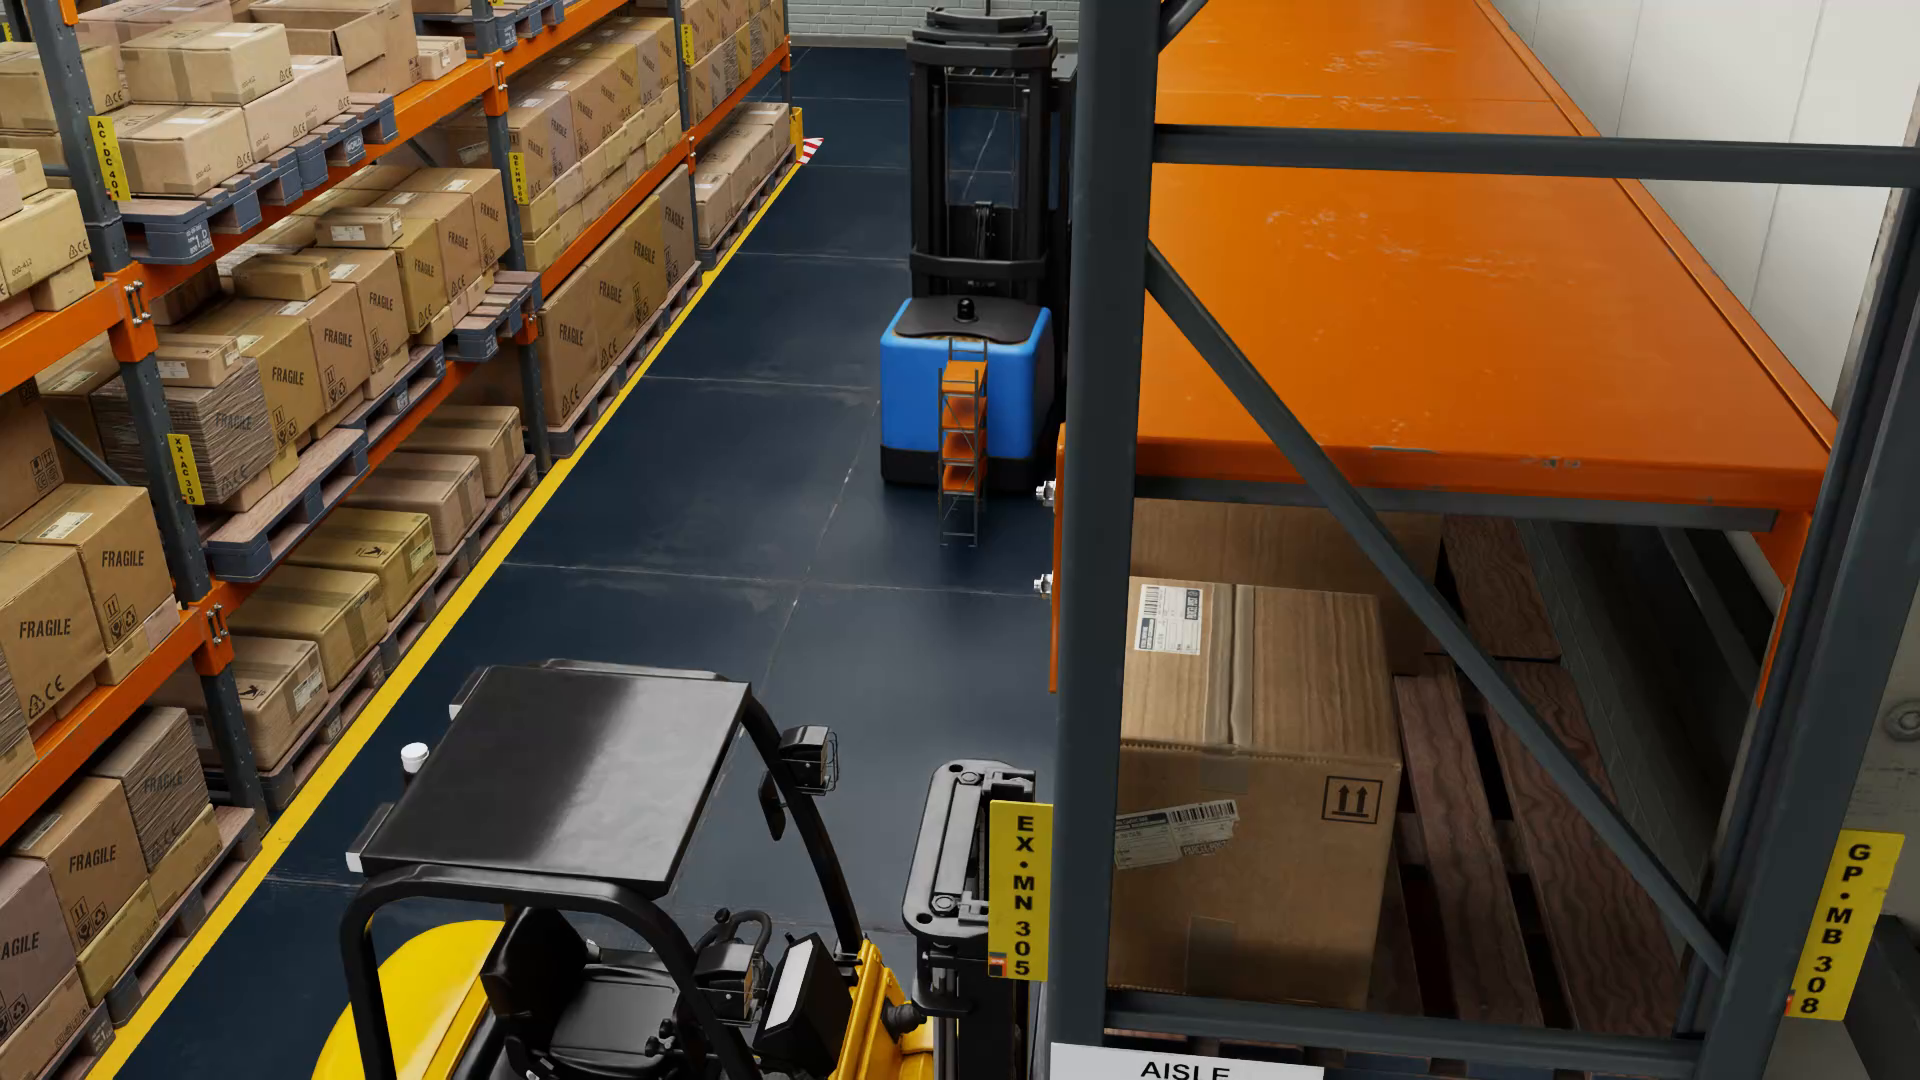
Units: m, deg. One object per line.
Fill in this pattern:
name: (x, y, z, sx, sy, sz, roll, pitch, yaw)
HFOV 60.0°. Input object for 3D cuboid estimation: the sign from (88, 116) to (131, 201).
sign: (-3.268, -1.463, 6.387, 0.100, 0.325, 0.005, 3, 28, 6)

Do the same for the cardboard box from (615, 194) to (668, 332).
cardboard box: (-2.927, -2.236, 13.327, 0.875, 0.875, 0.875, 4, 29, 8)

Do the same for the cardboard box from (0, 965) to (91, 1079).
cardboard box: (-3.736, 1.867, 6.370, 0.500, 0.250, 0.500, 4, 29, 7)

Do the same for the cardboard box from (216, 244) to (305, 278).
cardboard box: (-3.787, -1.256, 8.849, 0.500, 0.500, 0.500, 2, 28, 4)

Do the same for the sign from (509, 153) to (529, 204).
sign: (-2.778, -2.273, 10.462, 0.100, 0.325, 0.005, 3, 28, 6)

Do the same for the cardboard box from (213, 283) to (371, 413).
cardboard box: (-3.331, -0.974, 8.326, 0.500, 0.500, 0.500, 3, 28, 6)

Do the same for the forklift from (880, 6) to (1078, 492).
forklift: (0.250, -2.289, 11.700, 1.130, 2.935, 3.031, 5, 29, 10)

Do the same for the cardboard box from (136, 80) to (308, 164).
cardboard box: (-3.277, -1.873, 7.408, 0.500, 0.250, 0.500, 3, 28, 6)

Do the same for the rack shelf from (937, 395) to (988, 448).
rack shelf: (0.020, -0.744, 10.328, 0.258, 0.148, 0.480, 3, 28, 6)

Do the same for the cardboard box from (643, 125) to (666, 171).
cardboard box: (-2.696, -3.177, 13.434, 0.500, 0.250, 0.500, 3, 28, 5)

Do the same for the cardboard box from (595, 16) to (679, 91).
cardboard box: (-2.633, -3.968, 13.585, 0.500, 0.500, 0.500, 4, 29, 8)

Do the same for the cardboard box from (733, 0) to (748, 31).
cardboard box: (-2.323, -5.118, 15.719, 0.500, 0.500, 0.500, 3, 28, 6)

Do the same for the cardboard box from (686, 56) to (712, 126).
cardboard box: (-2.510, -3.958, 14.621, 0.500, 0.500, 0.500, 4, 29, 8)

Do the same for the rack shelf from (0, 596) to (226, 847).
rack shelf: (-4.053, 1.315, 5.696, 1.077, 0.370, 4.000, 3, 28, 6)

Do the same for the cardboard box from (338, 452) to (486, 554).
cardboard box: (-3.479, -0.240, 10.153, 0.950, 0.372, 0.625, 3, 28, 5)

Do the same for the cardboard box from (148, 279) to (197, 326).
cardboard box: (-3.904, -1.144, 7.957, 0.380, 0.149, 0.250, 3, 28, 5)

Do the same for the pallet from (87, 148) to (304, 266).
pallet: (-3.627, -1.465, 7.134, 1.213, 0.211, 1.003, 3, 28, 6)

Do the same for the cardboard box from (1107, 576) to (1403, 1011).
cardboard box: (0.441, 0.411, 2.800, 0.500, 0.500, 0.500, 4, 29, 8)

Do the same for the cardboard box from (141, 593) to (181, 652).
cardboard box: (-3.545, 0.337, 7.019, 0.380, 0.149, 0.250, 3, 28, 6)

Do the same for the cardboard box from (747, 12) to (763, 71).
cardboard box: (-2.264, -4.915, 16.397, 0.500, 0.500, 0.500, 4, 29, 8)

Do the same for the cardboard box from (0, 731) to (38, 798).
cardboard box: (-3.666, 0.815, 6.131, 0.380, 0.149, 0.250, 3, 28, 5)

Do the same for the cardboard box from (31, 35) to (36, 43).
cardboard box: (-7.974, -4.368, 15.067, 0.500, 0.500, 0.500, 3, 28, 6)

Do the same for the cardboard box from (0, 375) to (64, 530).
cardboard box: (-4.077, -0.363, 6.581, 0.700, 0.500, 0.500, 3, 28, 6)

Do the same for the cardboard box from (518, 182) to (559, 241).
cardboard box: (-3.011, -2.204, 11.101, 0.500, 0.250, 0.500, 3, 28, 6)

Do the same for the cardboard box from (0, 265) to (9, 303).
cardboard box: (-3.656, -0.867, 5.670, 0.500, 0.250, 0.500, 3, 28, 5)

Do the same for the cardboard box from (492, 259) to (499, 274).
cardboard box: (-3.124, -1.732, 10.416, 0.380, 0.149, 0.250, 4, 29, 8)

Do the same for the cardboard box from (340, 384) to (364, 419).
cardboard box: (-3.323, -0.749, 8.591, 0.380, 0.149, 0.250, 4, 29, 7)

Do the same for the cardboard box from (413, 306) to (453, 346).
cardboard box: (-3.130, -1.232, 9.488, 0.380, 0.149, 0.250, 4, 29, 7)

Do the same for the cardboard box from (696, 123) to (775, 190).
cardboard box: (-2.423, -3.900, 16.878, 0.875, 0.438, 0.875, 4, 29, 8)

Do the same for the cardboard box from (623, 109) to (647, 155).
cardboard box: (-2.752, -3.161, 12.878, 0.500, 0.250, 0.500, 4, 29, 7)

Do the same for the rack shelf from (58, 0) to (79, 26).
rack shelf: (-3.563, -3.032, 7.863, 1.077, 0.370, 4.000, 3, 28, 6)

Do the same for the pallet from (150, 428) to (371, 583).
pallet: (-3.570, -0.210, 7.971, 1.003, 0.211, 1.213, 3, 28, 6)

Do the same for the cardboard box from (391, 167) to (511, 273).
cardboard box: (-3.098, -1.955, 10.147, 0.500, 0.500, 0.500, 3, 28, 5)

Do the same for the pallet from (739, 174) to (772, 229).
pallet: (-2.510, -3.410, 16.649, 1.003, 0.211, 1.213, 3, 28, 6)

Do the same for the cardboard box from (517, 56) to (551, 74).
cardboard box: (-3.323, -3.281, 12.311, 0.500, 0.500, 0.500, 3, 28, 5)

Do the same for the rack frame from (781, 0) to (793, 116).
rack frame: (-2.338, -5.591, 17.758, 1.000, 3.000, 0.127, 3, 28, 6)

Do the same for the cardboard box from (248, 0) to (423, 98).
cardboard box: (-3.444, -2.745, 9.206, 0.700, 0.500, 0.500, 3, 28, 6)

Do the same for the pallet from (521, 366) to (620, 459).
pallet: (-3.146, -0.965, 12.110, 1.003, 0.211, 1.213, 3, 28, 6)

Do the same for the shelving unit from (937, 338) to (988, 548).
shelving unit: (0.020, -0.606, 10.402, 0.258, 1.200, 0.503, 3, 28, 6)

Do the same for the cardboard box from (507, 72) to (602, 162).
cardboard box: (-2.885, -3.004, 11.796, 0.500, 0.500, 0.500, 4, 29, 8)

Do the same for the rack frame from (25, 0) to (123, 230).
rack frame: (-3.808, -2.584, 5.850, 1.000, 3.000, 0.127, 3, 28, 6)

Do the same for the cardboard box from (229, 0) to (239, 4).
cardboard box: (-7.250, -5.484, 16.085, 0.500, 0.500, 0.500, 2, 28, 4)

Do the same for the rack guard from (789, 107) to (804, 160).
rack guard: (-2.335, -4.502, 18.372, 1.175, 0.500, 0.348, 3, 28, 6)

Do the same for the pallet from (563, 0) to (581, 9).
pallet: (-3.157, -3.896, 11.647, 1.003, 0.211, 1.213, 5, 29, 9)

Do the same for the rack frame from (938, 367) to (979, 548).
rack frame: (-0.010, -0.491, 10.189, 0.240, 1.200, 0.015, 3, 28, 6)

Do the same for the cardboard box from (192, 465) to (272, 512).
cardboard box: (-3.427, -0.259, 7.682, 0.380, 0.149, 0.250, 4, 29, 7)

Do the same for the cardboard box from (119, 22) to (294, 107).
cardboard box: (-3.287, -2.089, 7.283, 0.500, 0.250, 0.500, 3, 28, 5)

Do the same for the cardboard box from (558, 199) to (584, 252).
cardboard box: (-2.963, -2.218, 11.655, 0.500, 0.250, 0.500, 3, 28, 5)
